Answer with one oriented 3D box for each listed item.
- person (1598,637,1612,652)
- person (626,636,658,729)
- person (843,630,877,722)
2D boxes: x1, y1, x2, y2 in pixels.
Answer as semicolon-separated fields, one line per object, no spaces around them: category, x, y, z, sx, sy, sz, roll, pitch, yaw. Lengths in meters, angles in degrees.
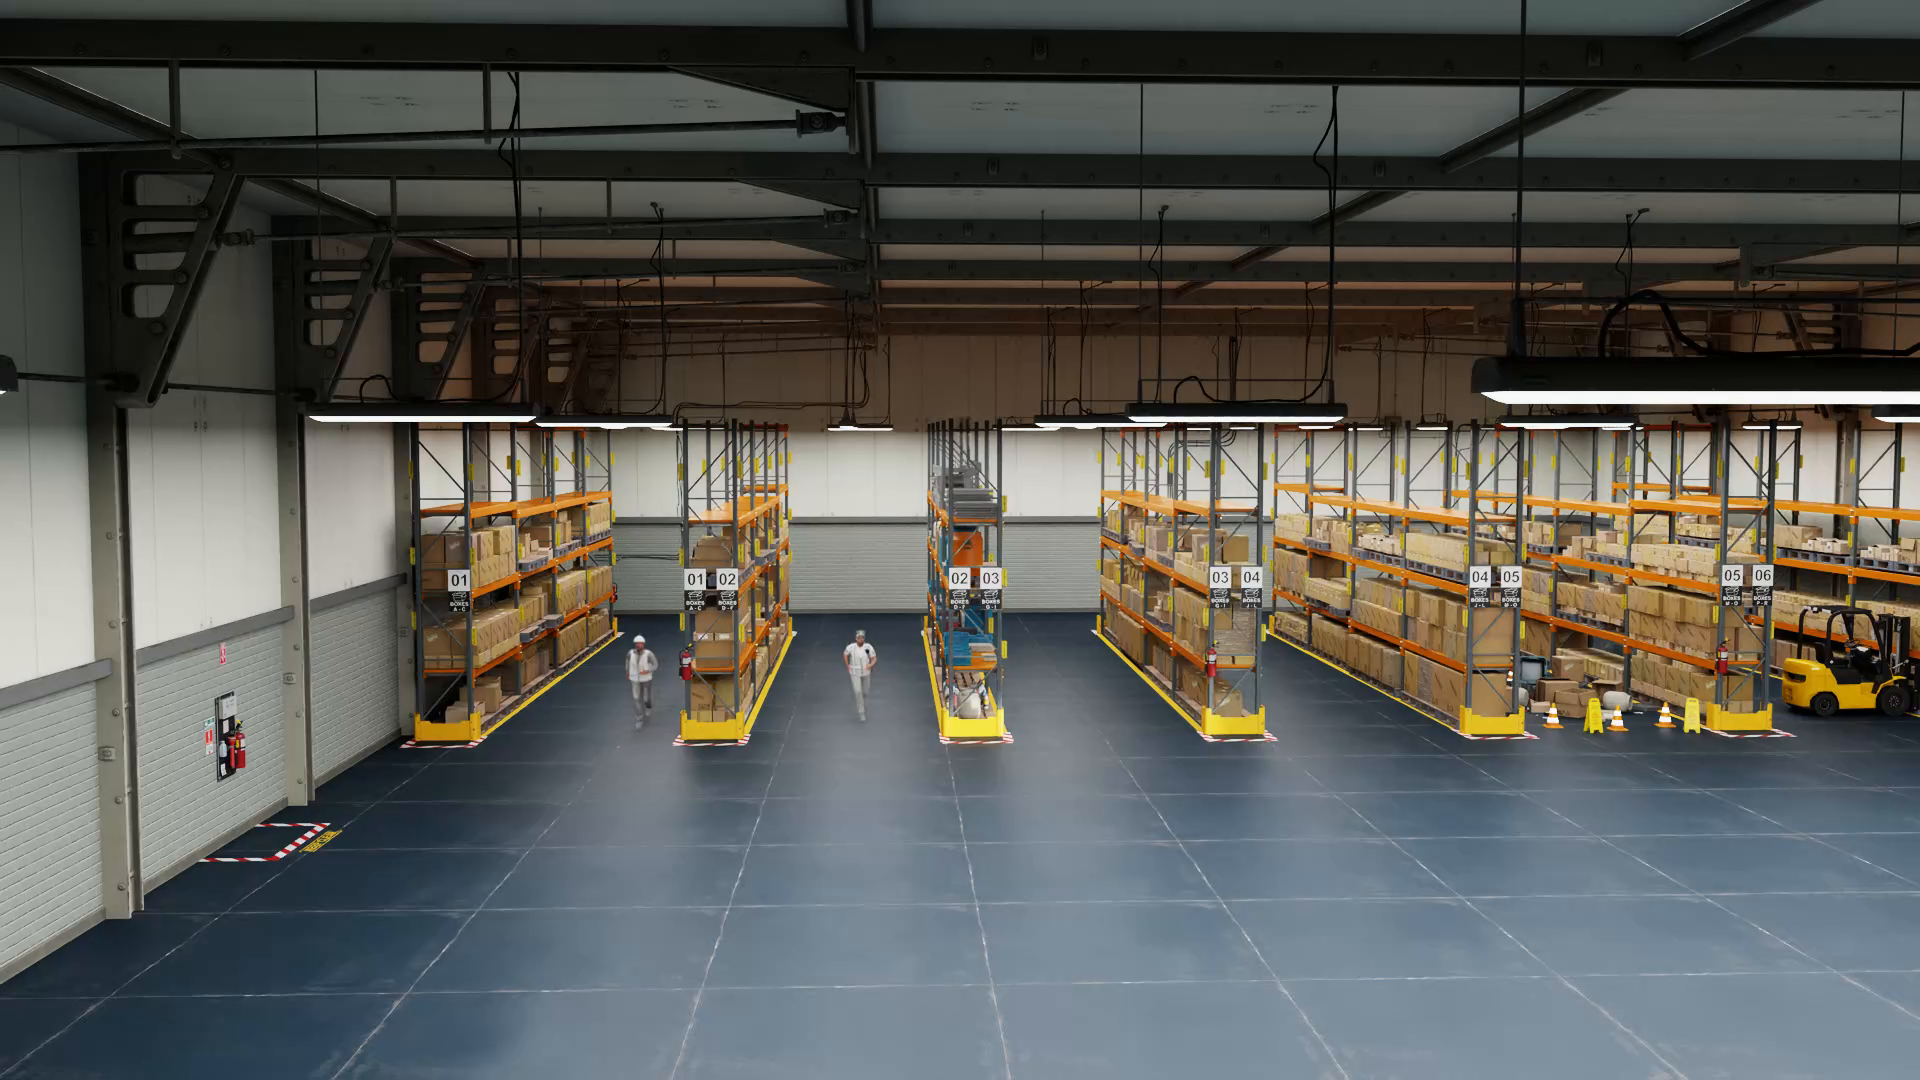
person;16.961;2.116;43.678;0.599;1.620;0.512;-1;4;-16
person;-6.251;2.750;32.627;0.678;1.774;0.979;0;4;3
person;-1.999;2.713;33.587;0.631;1.801;1.114;-1;4;-18
